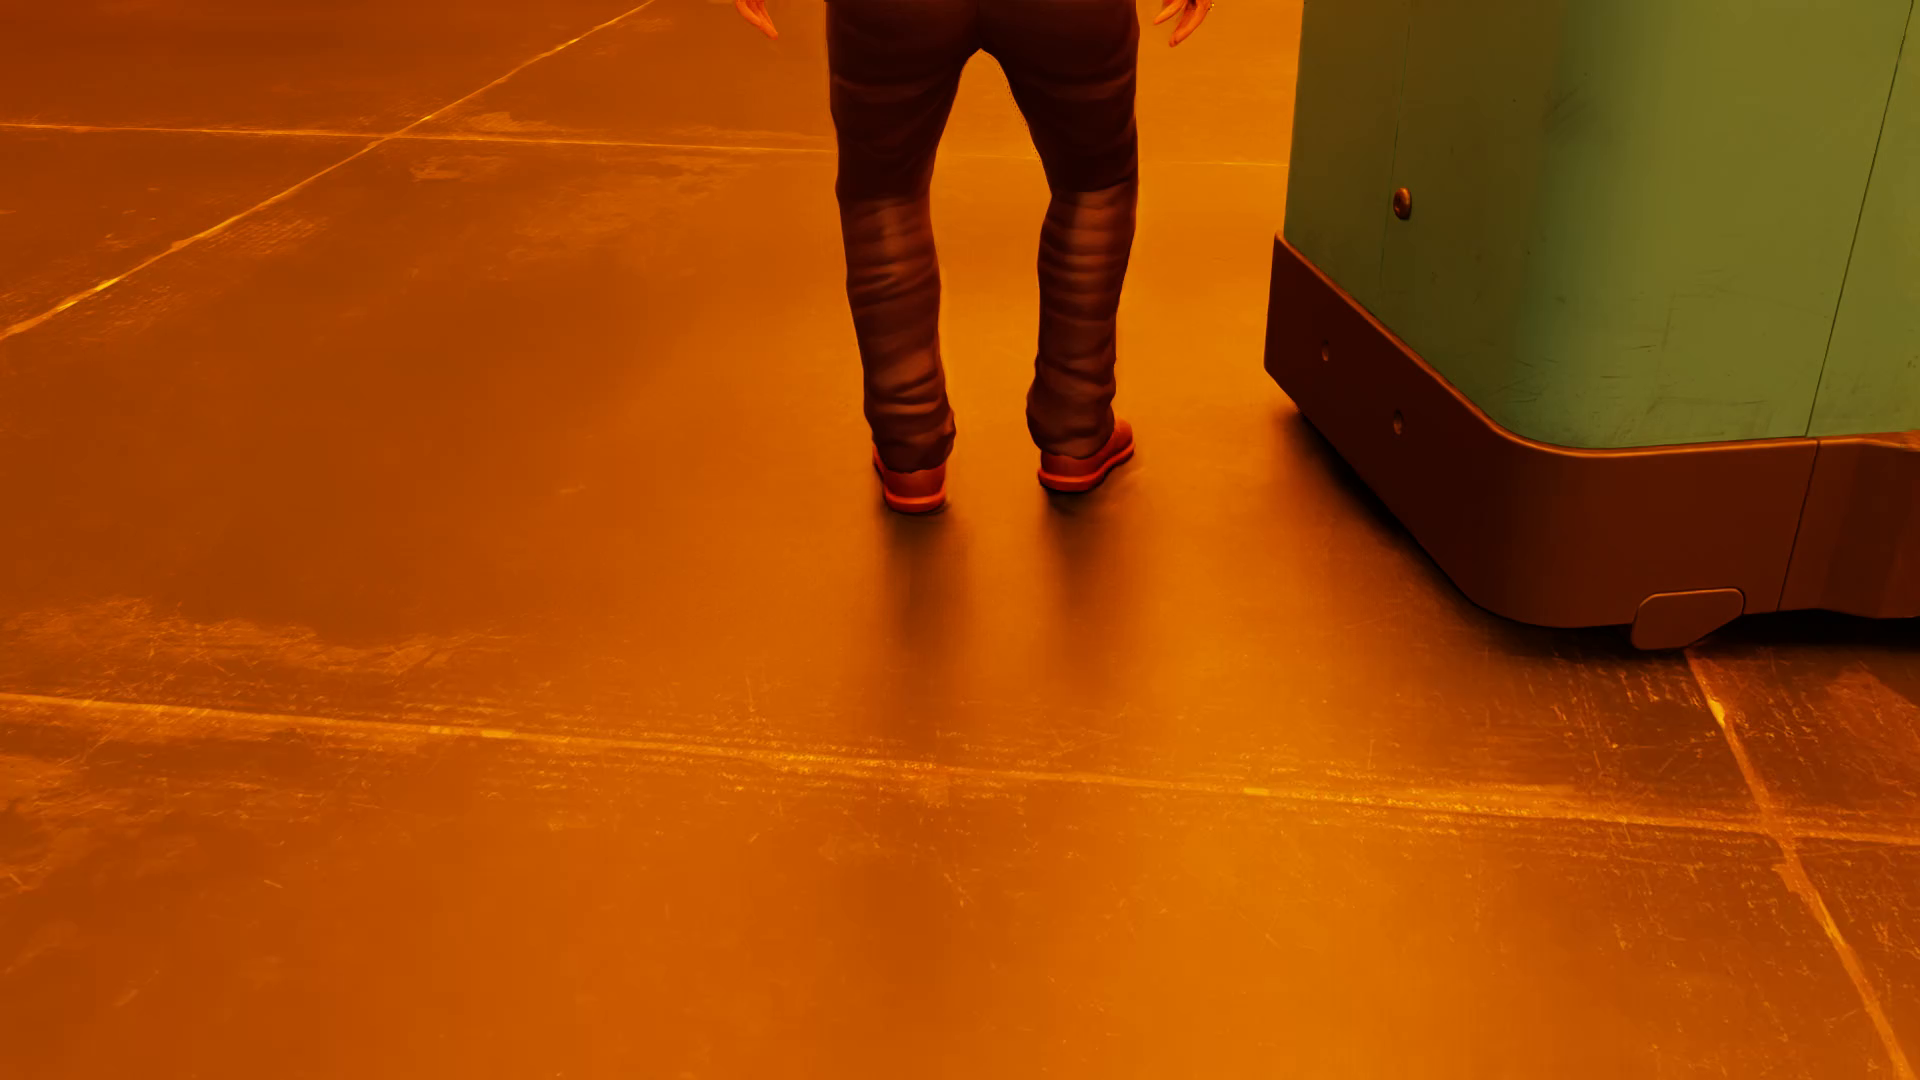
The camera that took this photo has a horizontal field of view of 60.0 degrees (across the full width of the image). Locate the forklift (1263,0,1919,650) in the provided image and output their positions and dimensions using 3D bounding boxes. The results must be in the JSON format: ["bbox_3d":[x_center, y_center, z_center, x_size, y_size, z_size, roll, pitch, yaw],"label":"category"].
[{"bbox_3d":[2.101,-1.460,2.144,3.031,2.935,1.130,-4,27,-8],"label":"forklift"}]

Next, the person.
[{"bbox_3d":[0.013,-0.808,2.322,0.680,1.625,0.470,0,27,1],"label":"person"}]
